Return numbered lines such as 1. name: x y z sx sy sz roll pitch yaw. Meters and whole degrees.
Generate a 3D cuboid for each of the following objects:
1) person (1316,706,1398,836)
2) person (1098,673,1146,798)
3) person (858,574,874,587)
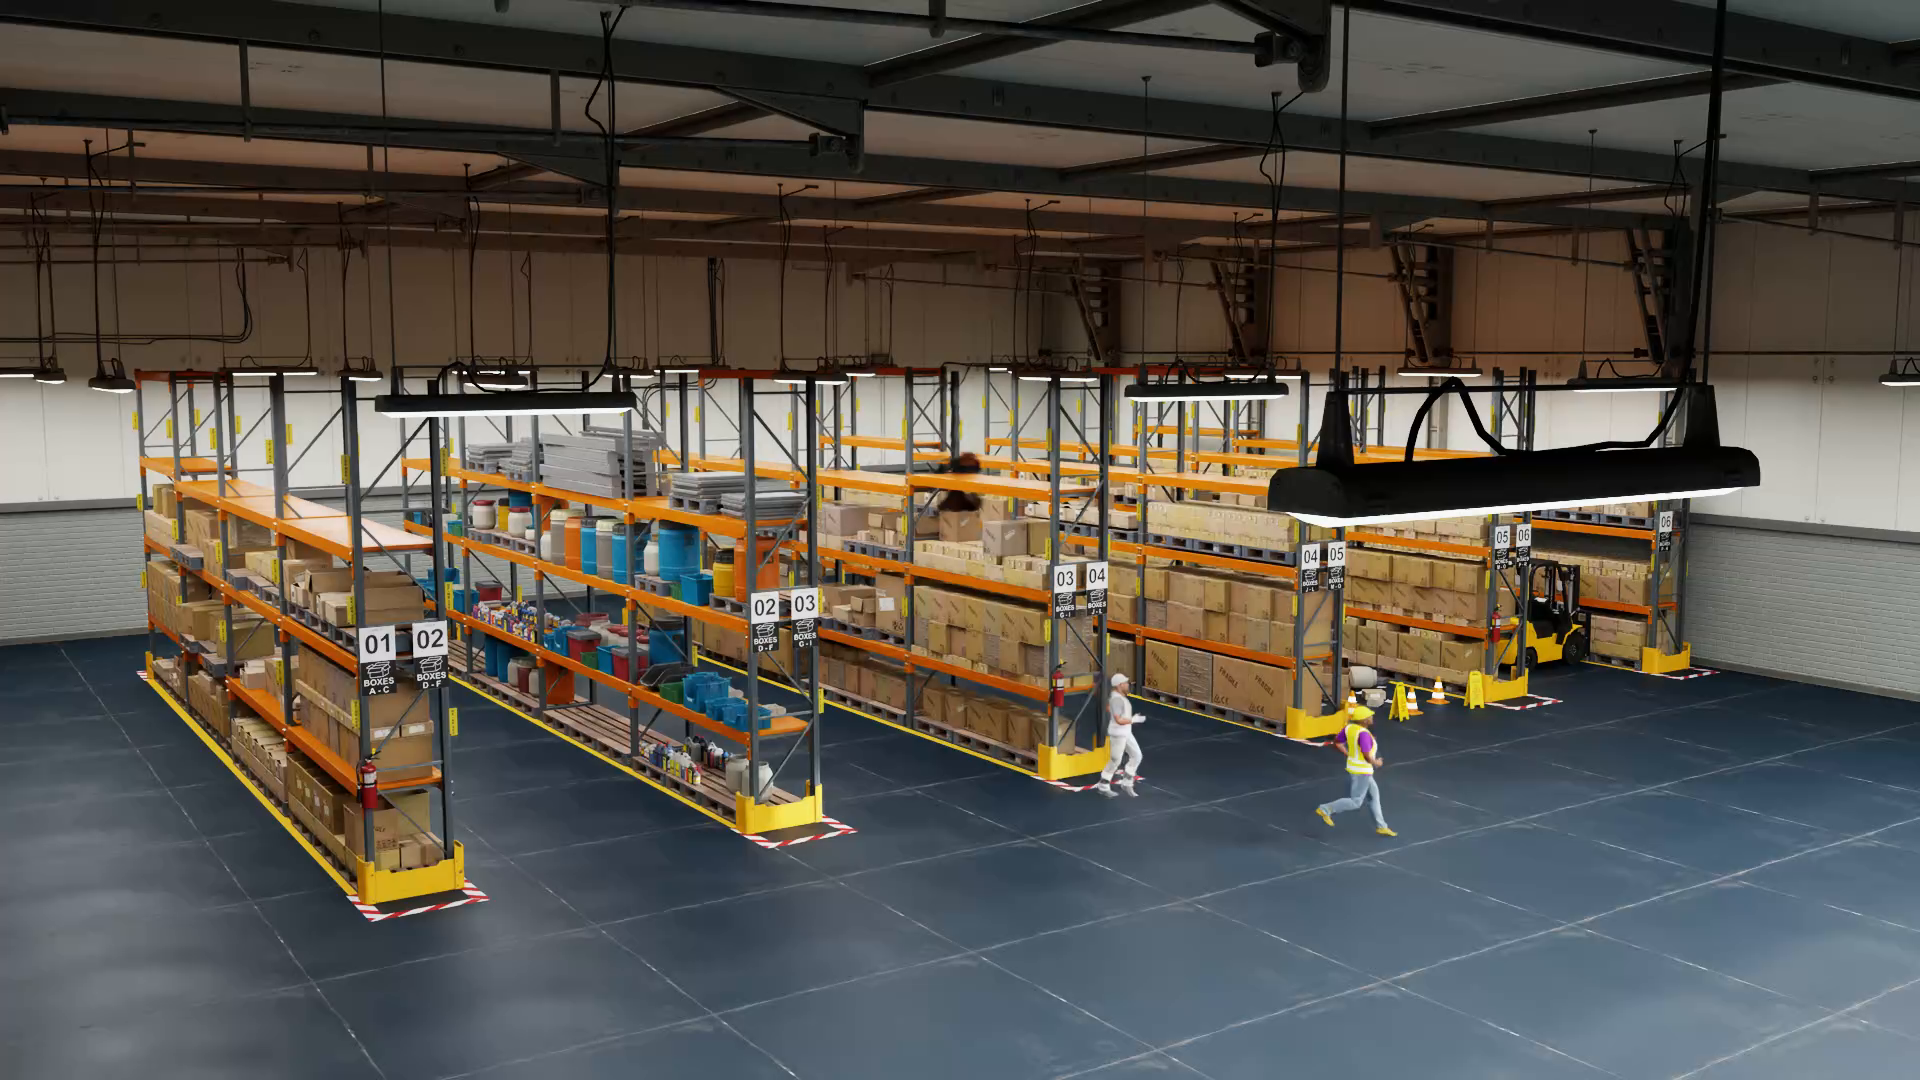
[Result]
1. person: 5.191 3.036 21.645 1.132 1.762 0.667 0 6 -2
2. person: 2.307 2.793 23.554 0.704 1.828 0.680 2 7 16
3. person: -2.439 0.775 42.025 0.633 1.722 0.693 5 8 35
